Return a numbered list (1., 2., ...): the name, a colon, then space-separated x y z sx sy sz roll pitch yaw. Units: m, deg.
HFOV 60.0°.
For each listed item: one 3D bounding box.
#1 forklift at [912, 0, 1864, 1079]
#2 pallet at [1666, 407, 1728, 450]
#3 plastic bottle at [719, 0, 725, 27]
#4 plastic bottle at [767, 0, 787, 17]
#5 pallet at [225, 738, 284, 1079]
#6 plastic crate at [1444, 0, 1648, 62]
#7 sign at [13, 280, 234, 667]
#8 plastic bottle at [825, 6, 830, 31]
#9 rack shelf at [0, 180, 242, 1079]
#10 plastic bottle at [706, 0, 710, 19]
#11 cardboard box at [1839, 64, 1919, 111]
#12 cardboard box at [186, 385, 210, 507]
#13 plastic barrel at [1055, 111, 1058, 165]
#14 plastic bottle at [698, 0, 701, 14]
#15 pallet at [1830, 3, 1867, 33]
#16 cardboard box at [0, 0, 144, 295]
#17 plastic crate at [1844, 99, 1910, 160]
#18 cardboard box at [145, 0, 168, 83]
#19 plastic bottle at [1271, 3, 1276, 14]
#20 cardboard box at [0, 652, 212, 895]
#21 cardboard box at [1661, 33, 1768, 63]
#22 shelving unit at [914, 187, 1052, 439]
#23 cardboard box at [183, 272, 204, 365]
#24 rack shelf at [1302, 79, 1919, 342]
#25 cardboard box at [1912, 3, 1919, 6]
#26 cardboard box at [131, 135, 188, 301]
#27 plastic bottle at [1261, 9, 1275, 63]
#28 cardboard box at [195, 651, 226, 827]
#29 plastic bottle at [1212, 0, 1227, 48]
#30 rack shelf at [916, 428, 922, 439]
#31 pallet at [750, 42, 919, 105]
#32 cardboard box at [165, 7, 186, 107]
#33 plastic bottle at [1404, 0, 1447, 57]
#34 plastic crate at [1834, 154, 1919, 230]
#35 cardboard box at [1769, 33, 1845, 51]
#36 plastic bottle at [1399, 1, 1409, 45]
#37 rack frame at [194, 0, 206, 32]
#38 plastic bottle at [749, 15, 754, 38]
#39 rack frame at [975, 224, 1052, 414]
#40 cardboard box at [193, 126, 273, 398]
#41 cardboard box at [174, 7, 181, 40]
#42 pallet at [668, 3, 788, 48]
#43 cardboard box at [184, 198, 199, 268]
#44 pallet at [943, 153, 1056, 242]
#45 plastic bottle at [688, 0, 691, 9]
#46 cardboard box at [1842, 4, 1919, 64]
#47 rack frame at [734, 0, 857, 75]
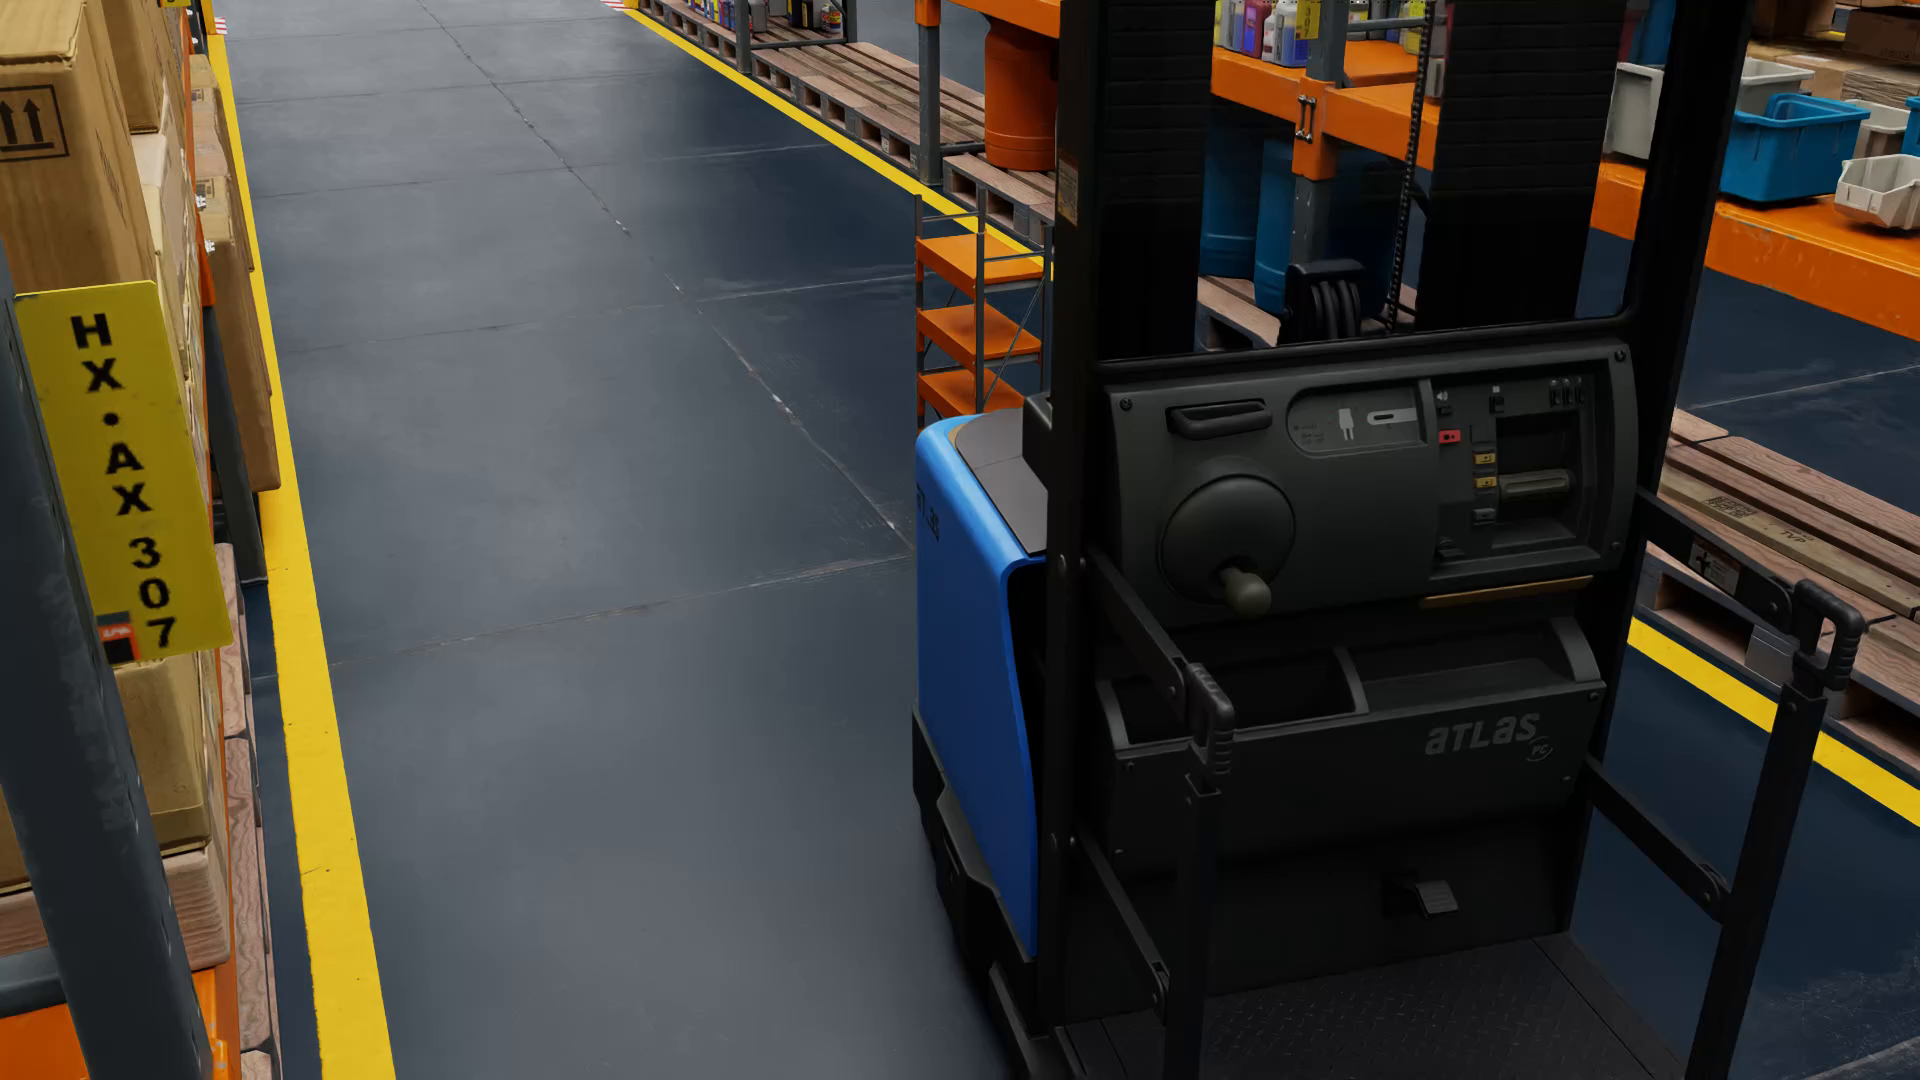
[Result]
1. forklift: 0.748 -0.066 2.544 1.130 2.935 3.031 -7 27 -13
2. pallet: 2.127 -0.453 6.437 1.003 0.211 1.213 -11 28 -21
3. plastic bottle: -2.025 -4.550 14.244 0.061 0.283 0.133 -9 27 -17
4. plastic bottle: -1.631 -4.809 14.784 0.152 0.276 0.135 -11 28 -21
5. pallet: -2.047 0.921 3.622 1.003 0.211 1.213 -11 28 -21
6. plastic crate: 1.922 -1.649 5.566 0.402 0.464 0.583 -11 28 -21
7. sign: -0.675 -0.048 1.353 0.100 0.325 0.005 -11 28 -21
8. plastic bottle: -1.091 -4.411 14.054 0.097 0.201 0.097 0 26 0
9. rack shelf: -1.971 -0.015 3.181 1.077 0.370 4.000 -11 28 -21
10. plastic bottle: -2.180 -4.694 14.633 0.097 0.201 0.097 0 26 0
11. cardboard box: 5.524 -2.474 9.746 0.500 0.500 0.500 -10 28 -20
12. cardboard box: -1.529 -0.136 2.897 0.380 0.149 0.250 -11 28 -21
13. plastic barrel: 0.747 -2.275 9.347 0.421 0.512 0.421 0 26 0
14. plastic bottle: -2.300 -4.848 14.869 0.097 0.271 0.097 0 26 0
15. pallet: 8.574 -4.868 15.479 1.003 0.211 1.213 -11 28 -21
16. cardboard box: -1.323 -0.376 2.078 0.500 0.500 0.500 -11 28 -22
17. plastic crate: 2.762 -1.254 5.131 0.293 0.136 0.466 -11 28 -21
18. cardboard box: -2.328 -1.409 4.194 0.500 0.500 0.500 -10 28 -19
19. plastic bottle: 1.284 -2.117 6.894 0.097 0.201 0.097 0 26 0
20. cardboard box: -1.127 0.163 1.829 0.500 0.250 0.500 -11 28 -22
21. cardboard box: 4.921 -3.092 11.011 0.500 0.500 0.500 -12 28 -22
22. shelving unit: 0.065 -0.472 5.350 0.258 1.200 0.503 -11 28 -21
23. cardboard box: -1.830 -0.447 3.533 0.380 0.149 0.250 -11 28 -21
24. rack shelf: 2.586 -0.866 4.924 1.077 0.370 4.000 -11 28 -21
25. cardboard box: 8.928 -4.897 14.709 0.700 0.500 0.500 -11 28 -21
26. cardboard box: -1.935 -0.664 3.523 0.500 0.250 0.500 -10 28 -20
27. plastic bottle: 1.281 -2.053 6.762 0.097 0.201 0.097 0 26 0
28. cardboard box: -1.125 0.279 2.046 0.380 0.149 0.250 -11 28 -21
29. plastic bottle: 1.142 -2.289 7.076 0.144 0.351 0.185 -11 28 -21
30. rack shelf: 0.065 -0.233 5.467 0.258 0.148 0.480 -11 28 -21
31. pallet: -0.987 -3.663 13.011 1.003 0.211 1.213 -11 28 -21
32. cardboard box: -3.098 -1.824 5.953 0.500 0.500 0.500 -11 28 -22
33. plastic bottle: 1.948 -2.188 6.869 0.144 0.351 0.185 -11 28 -21
34. plastic crate: 2.519 -0.932 4.473 0.298 0.136 0.250 -11 28 -21
35. cardboard box: 5.580 -2.989 10.801 0.500 0.500 0.500 -12 28 -22
36. plastic bottle: 1.938 -2.226 7.116 0.097 0.201 0.097 0 26 0
37. rack frame: -7.454 -5.990 14.599 1.000 3.000 0.127 -11 28 -21
38. plastic bottle: -1.759 -4.259 13.742 0.097 0.201 0.097 0 26 0
39. rack frame: 0.160 -0.374 5.148 0.240 1.200 0.015 -11 28 -21
40. cardboard box: -3.374 -0.995 6.312 1.225 0.875 0.875 -12 28 -22
41. cardboard box: -3.710 -2.446 7.227 0.500 0.500 0.500 -11 28 -21
42. pallet: -2.036 -4.744 15.227 1.003 0.211 1.213 -11 28 -21
43. cardboard box: -2.132 -0.758 4.170 0.380 0.149 0.250 -11 28 -21
44. pallet: 0.584 -2.047 9.702 1.003 0.211 1.213 -11 28 -21
45. plastic bottle: -2.432 -4.954 15.165 0.097 0.201 0.097 0 26 0
46. cardboard box: 5.809 -3.101 10.175 0.500 0.250 0.500 -11 28 -22
47. rack frame: -1.330 -5.226 13.035 1.000 3.000 0.127 -11 28 -21
